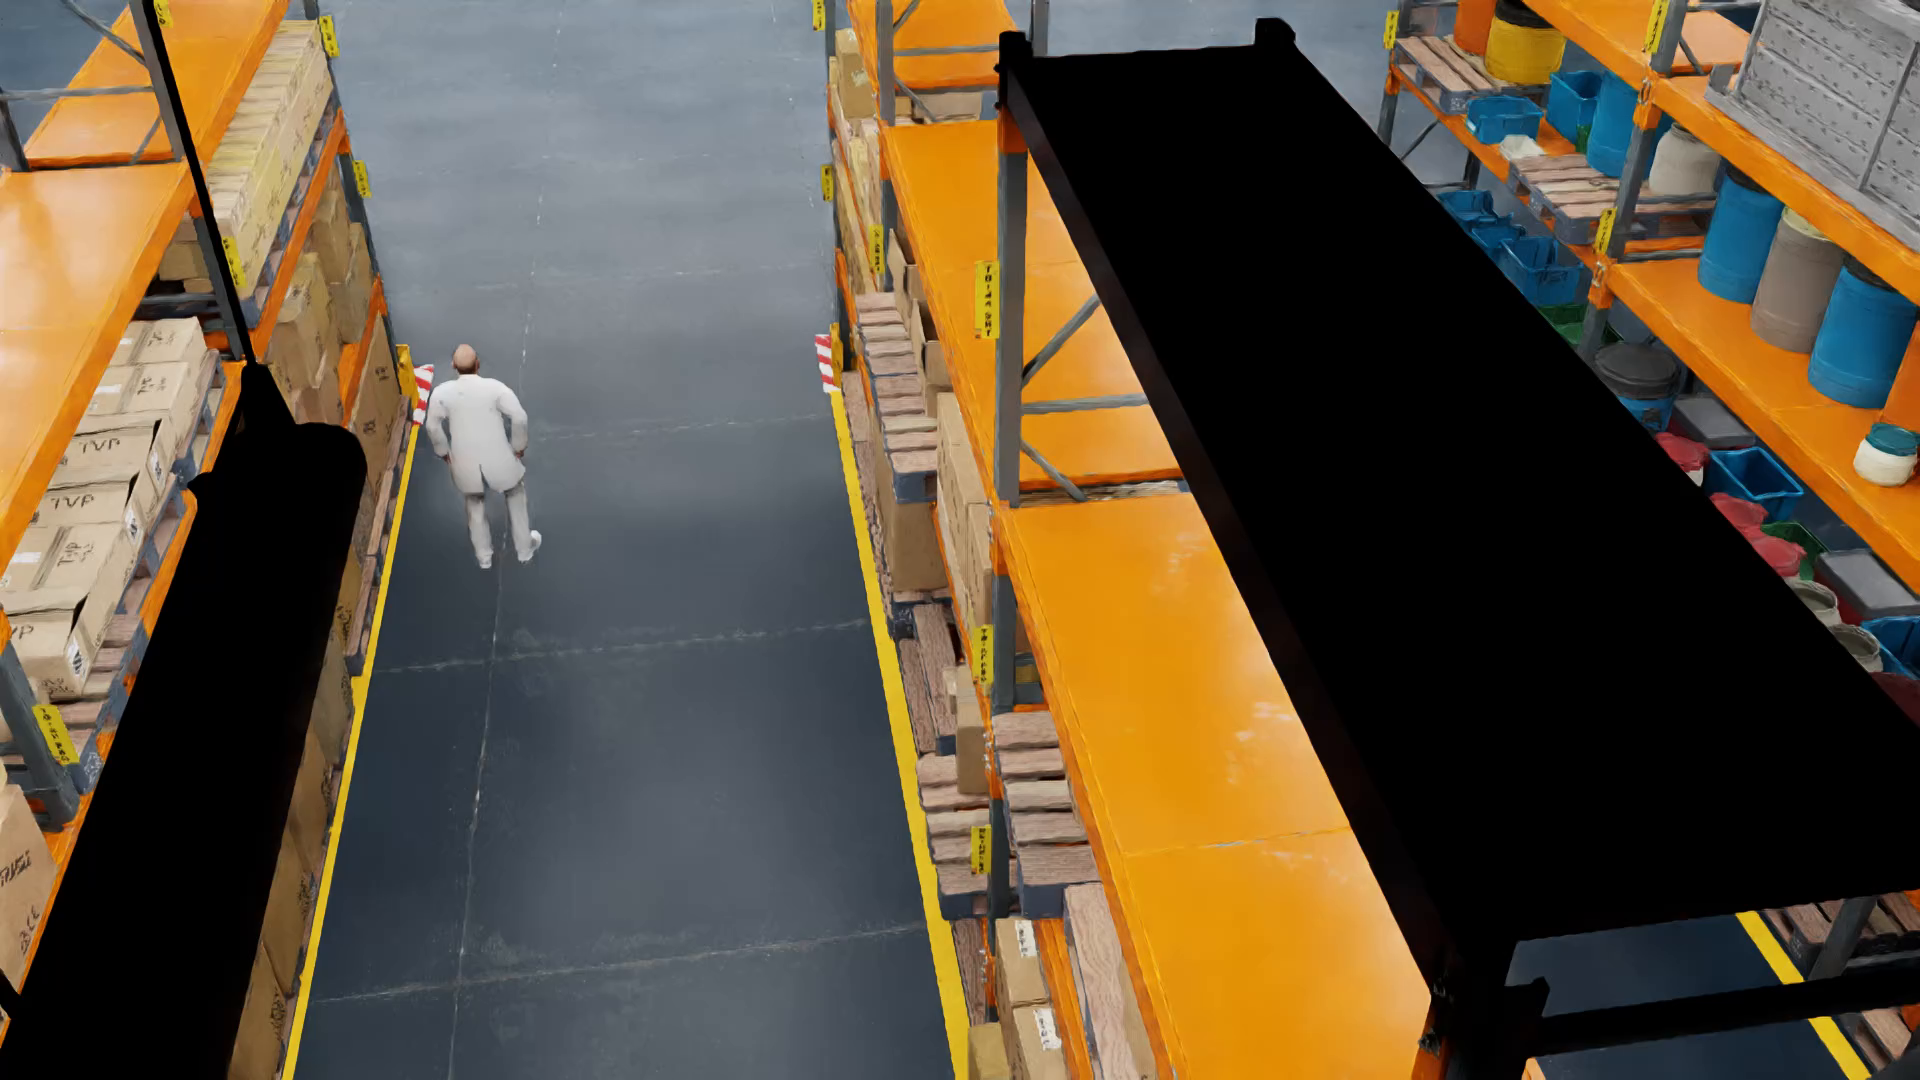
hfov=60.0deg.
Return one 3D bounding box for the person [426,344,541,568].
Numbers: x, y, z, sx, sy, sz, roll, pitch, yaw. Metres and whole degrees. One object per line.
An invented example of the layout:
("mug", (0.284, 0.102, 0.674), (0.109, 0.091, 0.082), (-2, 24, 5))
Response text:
("person", (-3.547, -0.625, 12.393), (0.729, 1.709, 0.546), (-6, 37, -8))
